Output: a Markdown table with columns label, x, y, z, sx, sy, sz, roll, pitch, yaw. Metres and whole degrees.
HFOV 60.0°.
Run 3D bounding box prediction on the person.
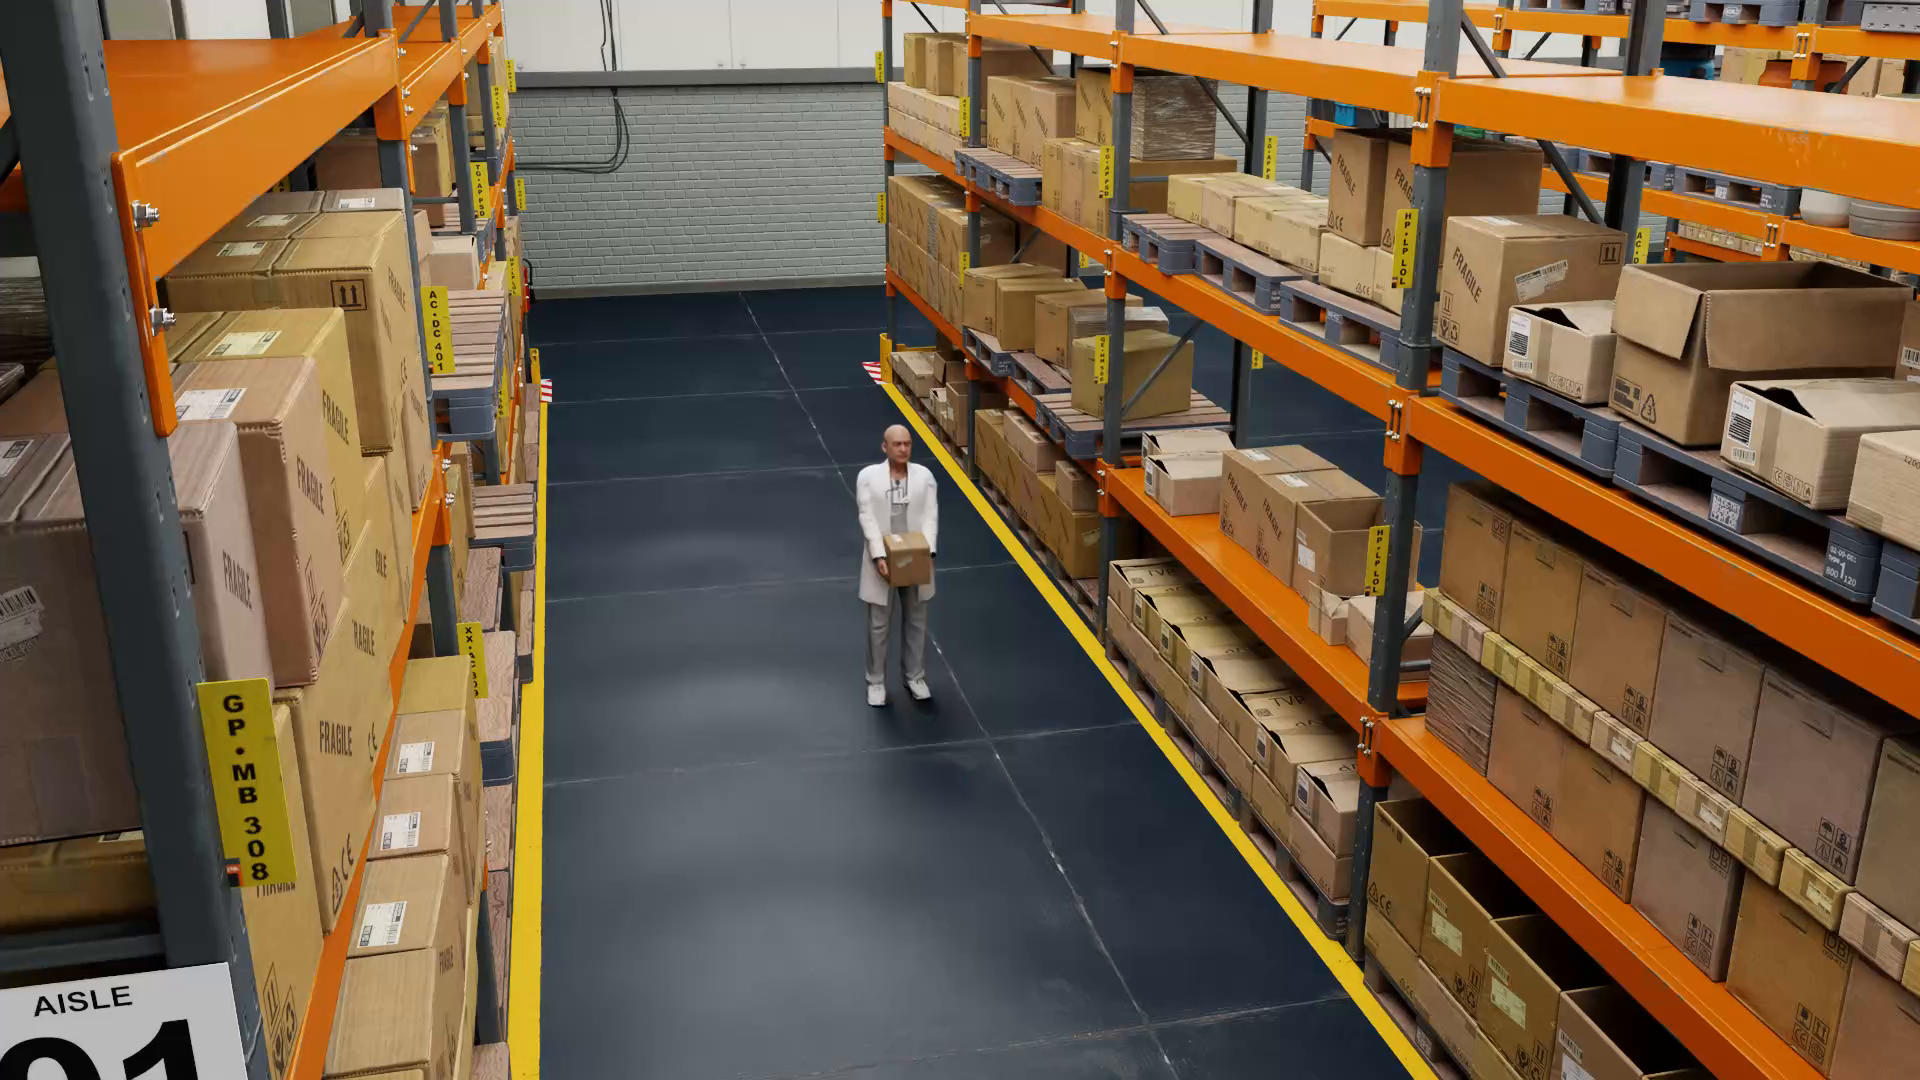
| label | x | y | z | sx | sy | sz | roll | pitch | yaw |
| --- | --- | --- | --- | --- | --- | --- | --- | --- | --- |
| person | -0.378 | 0.178 | 10.579 | 0.543 | 1.779 | 0.550 | -4 | 20 | -12 |
